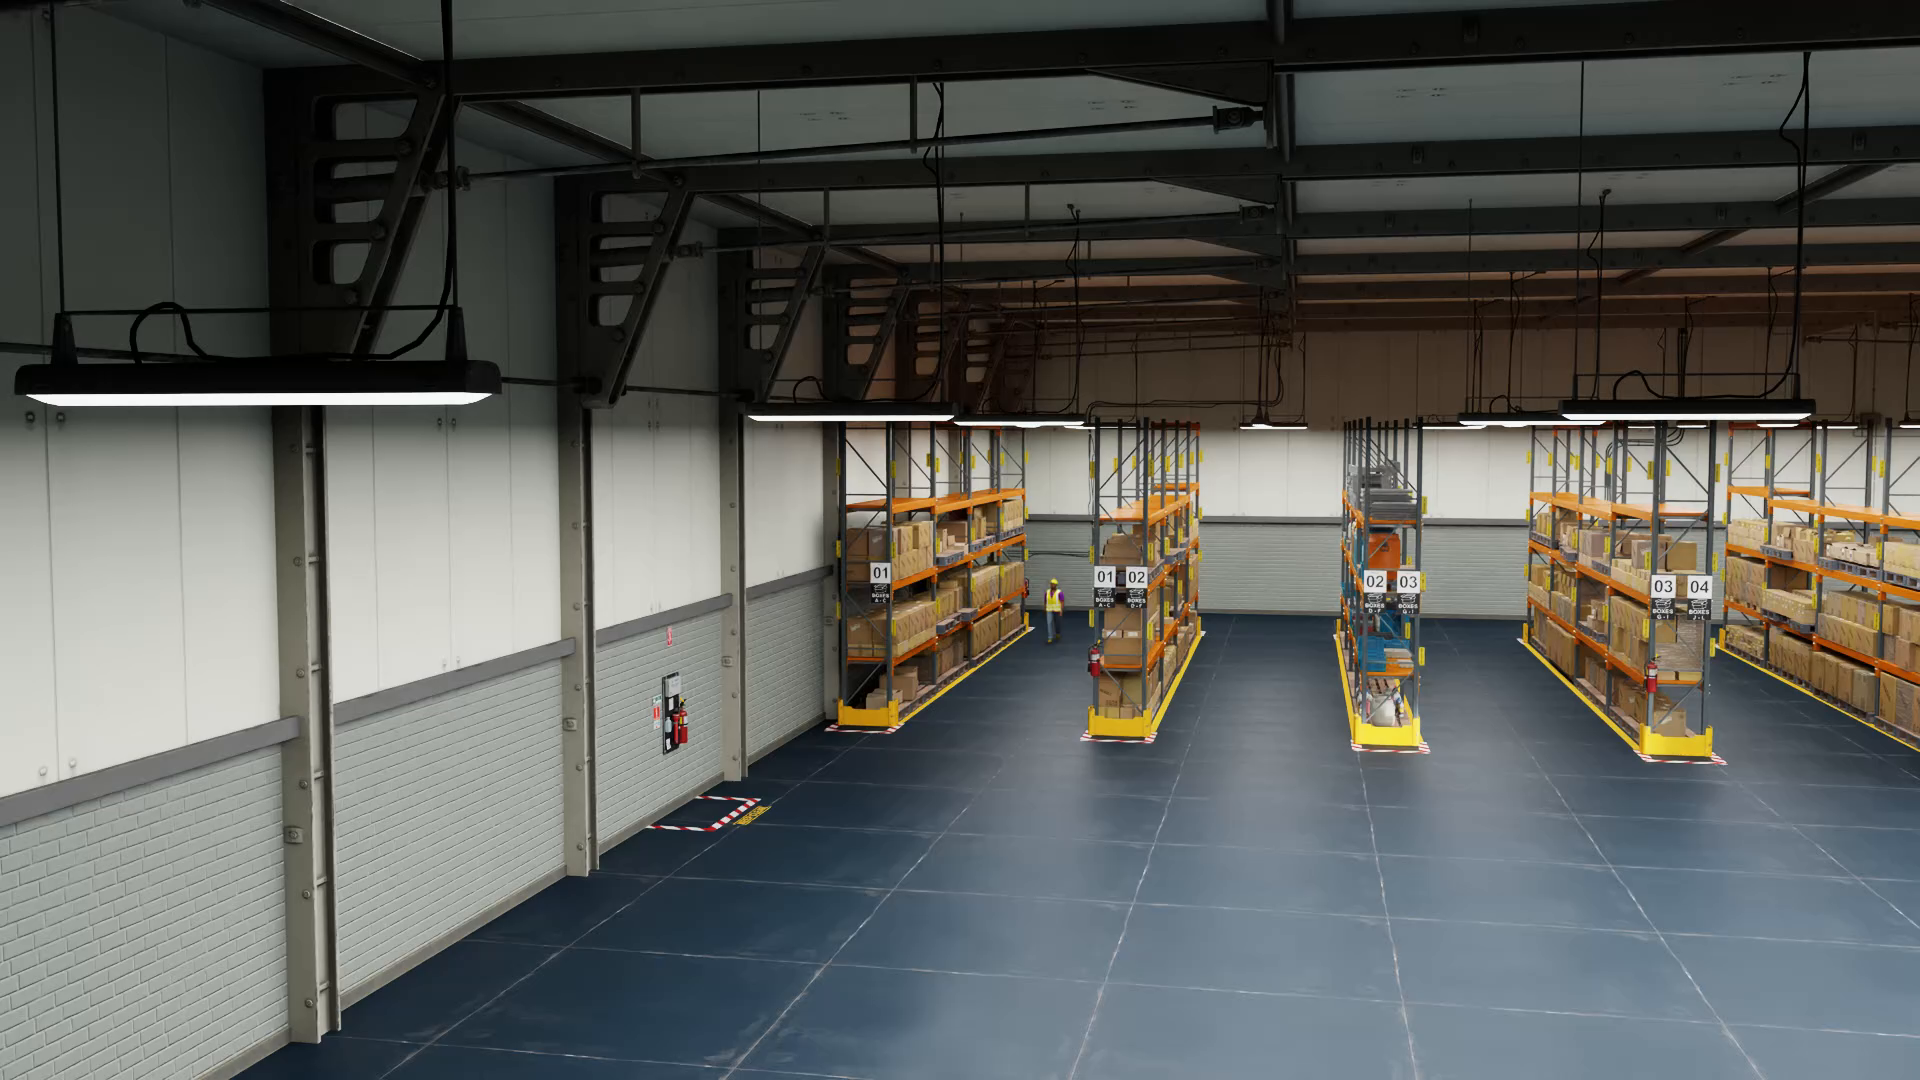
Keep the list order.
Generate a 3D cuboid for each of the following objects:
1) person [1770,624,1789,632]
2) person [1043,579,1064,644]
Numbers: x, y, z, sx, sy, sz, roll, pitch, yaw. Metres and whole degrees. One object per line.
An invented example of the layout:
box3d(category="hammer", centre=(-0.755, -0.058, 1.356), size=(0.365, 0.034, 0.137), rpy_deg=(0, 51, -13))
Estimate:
box3d(category="person", centre=(22.316, 1.920, 45.073), size=(0.876, 1.722, 0.574), rpy_deg=(0, 4, 5))
box3d(category="person", centre=(2.541, 1.938, 45.242), size=(0.595, 1.720, 1.080), rpy_deg=(0, 4, 7))
